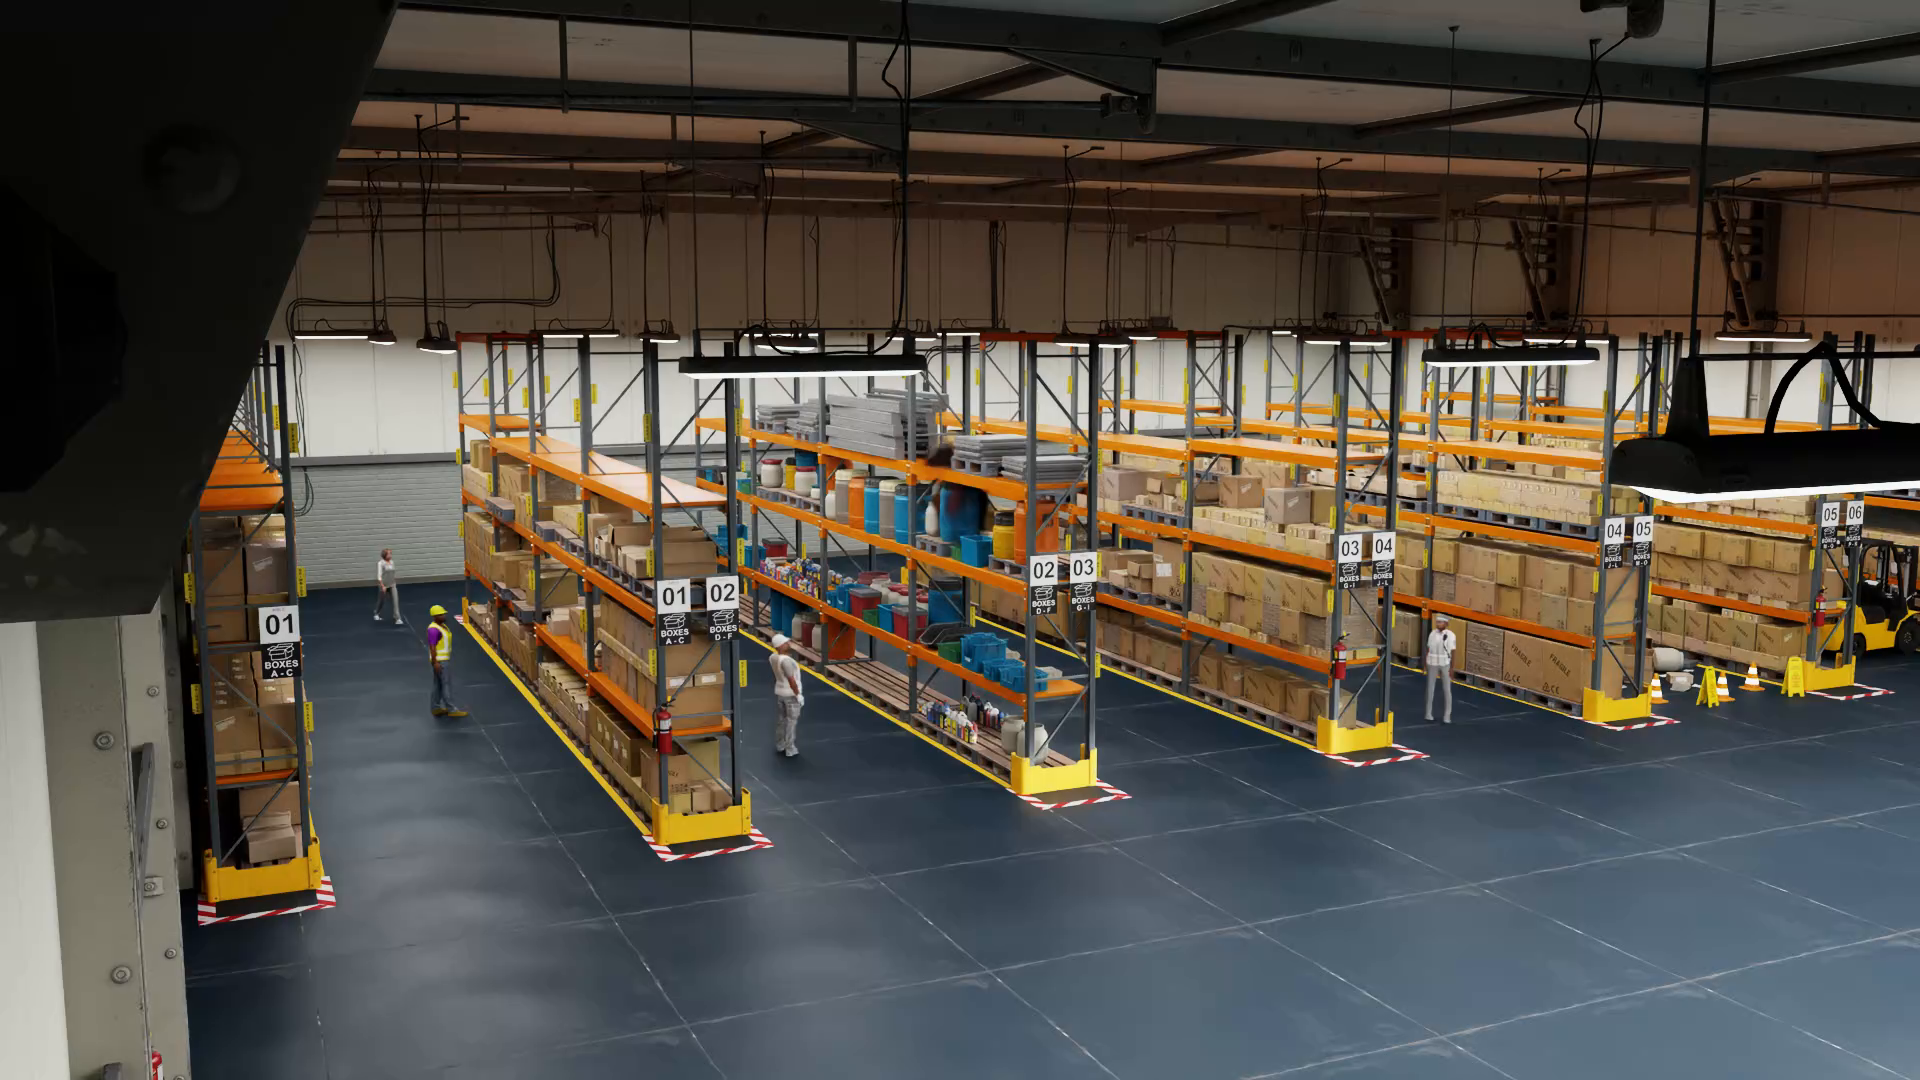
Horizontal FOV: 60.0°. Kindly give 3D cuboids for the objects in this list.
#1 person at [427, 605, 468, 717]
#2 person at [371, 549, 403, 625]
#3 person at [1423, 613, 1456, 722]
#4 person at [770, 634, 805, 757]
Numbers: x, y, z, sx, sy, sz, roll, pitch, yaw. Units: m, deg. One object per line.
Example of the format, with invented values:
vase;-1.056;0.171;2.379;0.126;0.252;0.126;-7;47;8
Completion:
person;-8.145;1.902;26.406;0.586;1.758;0.616;-2;8;-14
person;-11.797;0.954;34.186;0.928;1.560;0.421;6;10;38
person;7.515;1.981;26.079;0.476;1.697;0.383;2;8;18
person;-2.457;2.224;23.950;0.486;1.772;0.630;-6;10;-37
